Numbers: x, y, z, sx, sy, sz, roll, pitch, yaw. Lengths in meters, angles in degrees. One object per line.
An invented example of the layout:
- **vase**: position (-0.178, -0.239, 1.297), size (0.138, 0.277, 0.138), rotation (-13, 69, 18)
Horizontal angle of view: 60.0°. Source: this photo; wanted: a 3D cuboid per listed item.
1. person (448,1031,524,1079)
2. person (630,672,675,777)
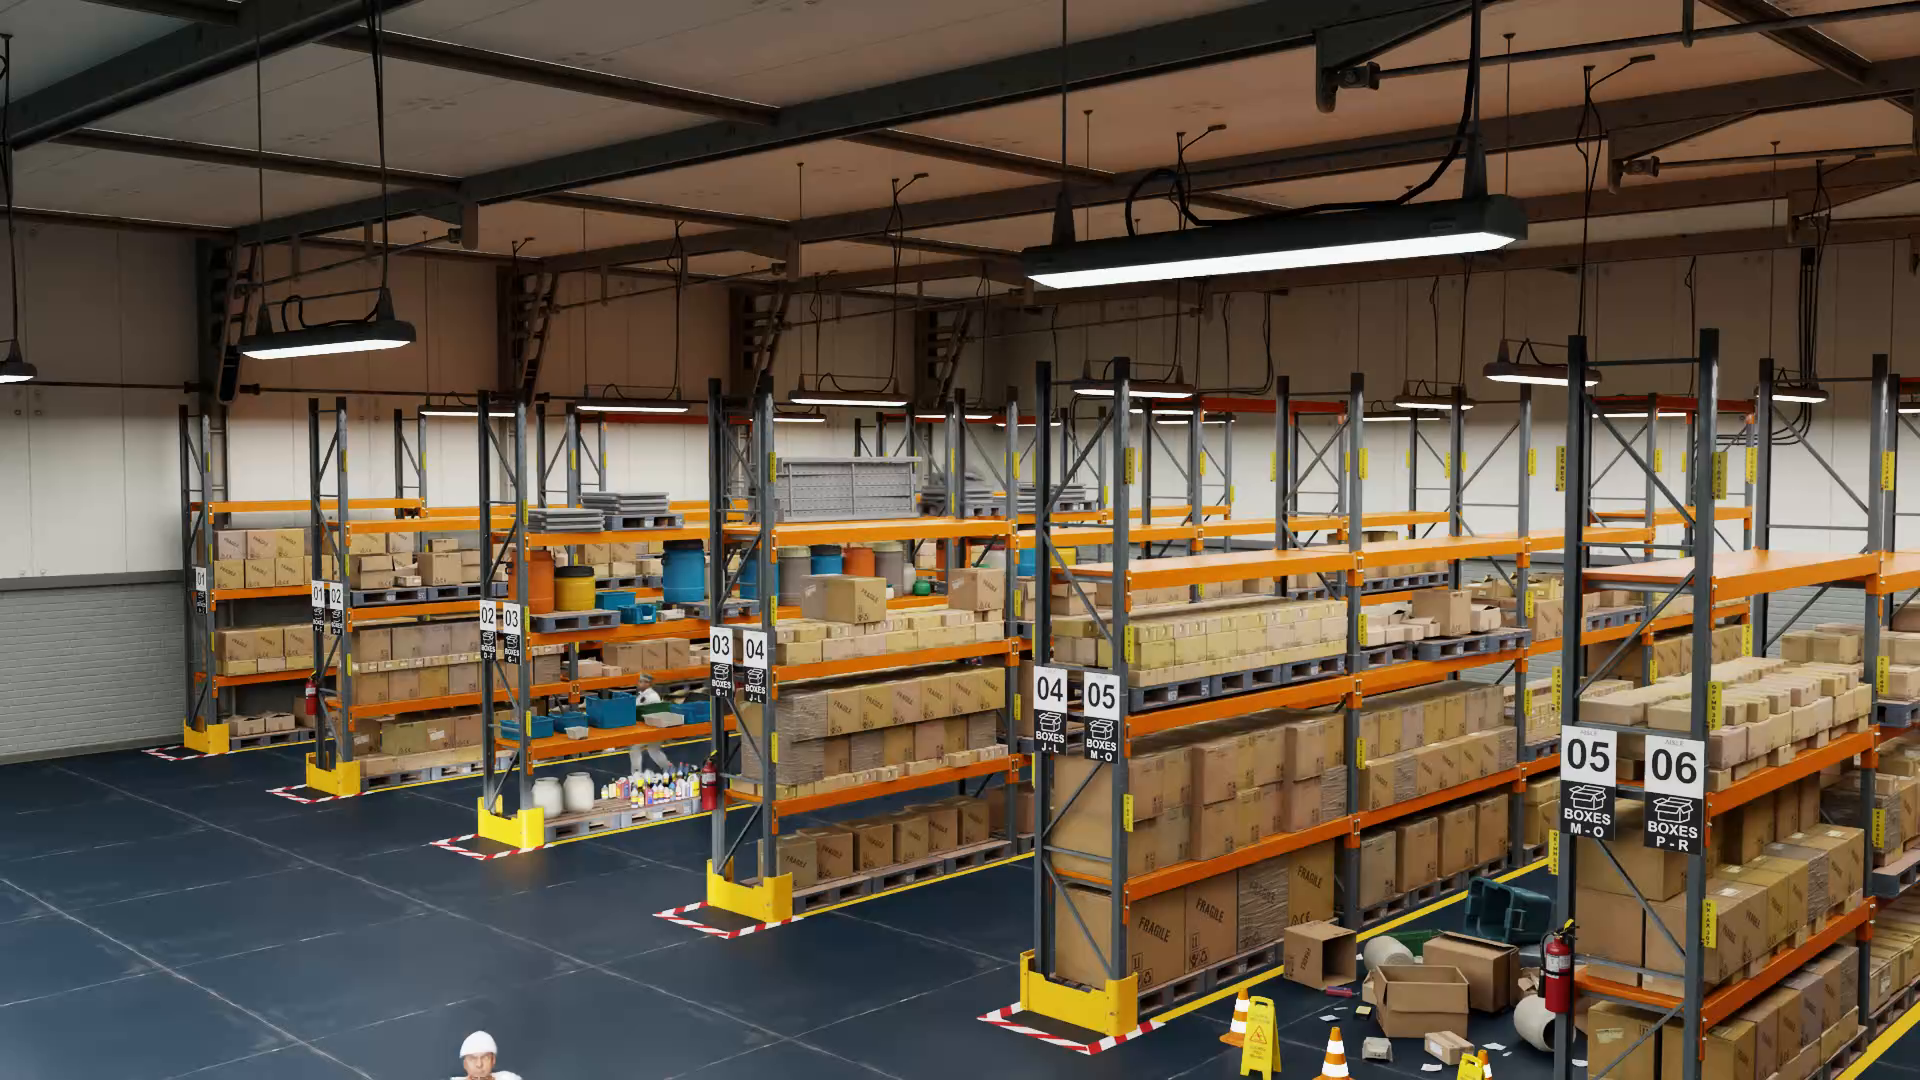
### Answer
- **person**: position (-2.841, 3.775, 9.879), size (0.683, 1.743, 0.689), rotation (-1, 3, -19)
- **person**: position (-4.767, 2.935, 25.586), size (0.884, 1.831, 0.636), rotation (-3, 4, -44)
